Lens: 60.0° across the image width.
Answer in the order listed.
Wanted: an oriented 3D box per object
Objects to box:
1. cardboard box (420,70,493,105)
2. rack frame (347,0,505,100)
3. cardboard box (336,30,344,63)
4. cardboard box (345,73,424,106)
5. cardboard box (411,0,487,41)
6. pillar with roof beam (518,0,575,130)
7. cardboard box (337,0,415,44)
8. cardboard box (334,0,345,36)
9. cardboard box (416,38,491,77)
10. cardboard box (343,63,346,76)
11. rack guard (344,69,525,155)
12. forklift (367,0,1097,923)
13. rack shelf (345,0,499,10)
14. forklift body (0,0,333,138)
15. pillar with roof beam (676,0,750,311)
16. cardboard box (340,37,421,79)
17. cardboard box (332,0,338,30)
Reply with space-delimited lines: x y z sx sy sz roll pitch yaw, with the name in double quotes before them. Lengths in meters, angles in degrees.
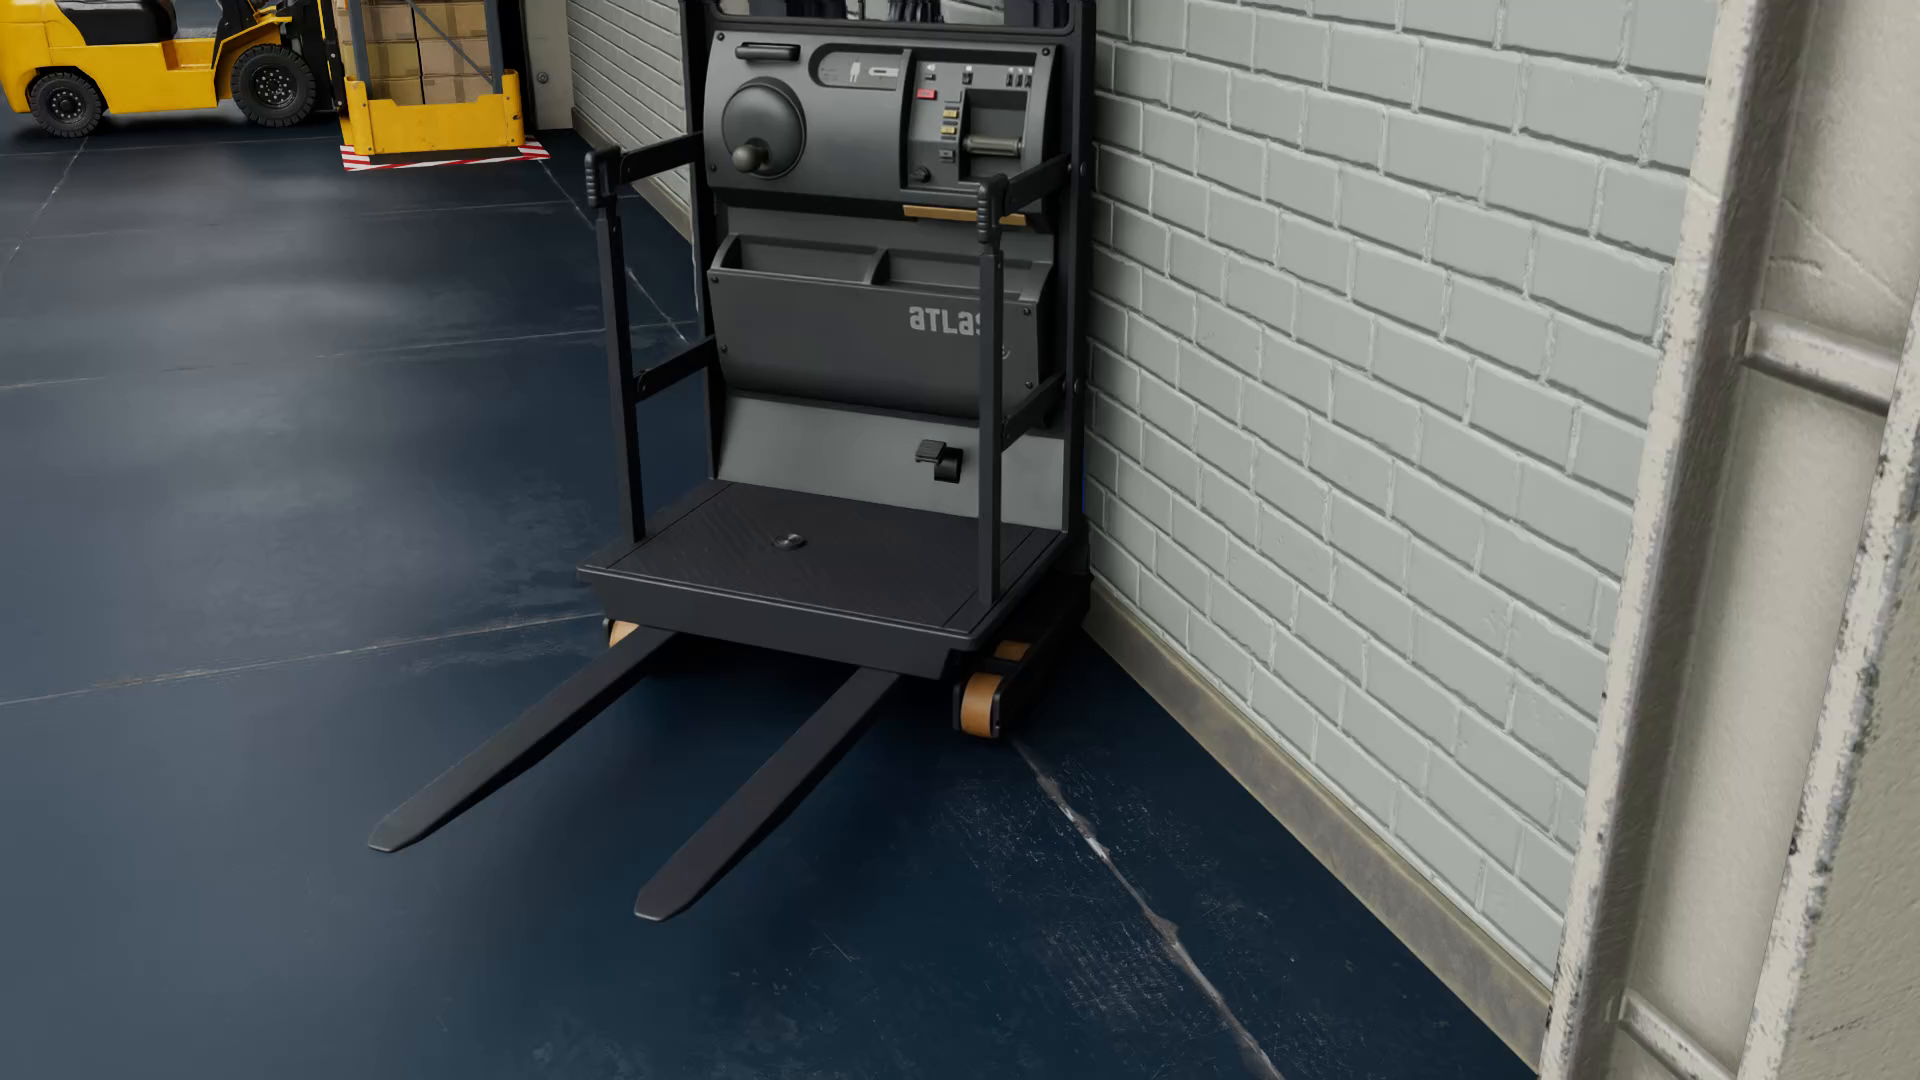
"cardboard box" -3.737 -3.353 12.343 0.500 0.250 0.500 -8 24 -19
"rack frame" -3.746 -4.221 11.403 1.000 3.000 0.127 -8 24 -19
"cardboard box" -4.580 -3.881 12.951 0.500 0.250 0.500 -9 24 -20
"cardboard box" -4.208 -3.275 12.158 0.500 0.250 0.500 -8 24 -19
"cardboard box" -3.739 -3.809 12.138 0.500 0.250 0.500 -9 24 -20
"pillar with roof beam" -7.176 -6.772 9.730 9.100 9.000 0.400 -8 24 -19
"cardboard box" -4.201 -3.733 11.957 0.500 0.250 0.500 -8 24 -17
"cardboard box" -4.386 -3.918 12.395 0.500 0.250 0.500 -8 24 -18
"cardboard box" -3.718 -3.577 12.232 0.500 0.250 0.500 -8 24 -18
"cardboard box" -4.747 -3.826 13.464 0.500 0.250 0.500 -8 24 -17
"rack guard" -3.738 -3.061 11.868 1.175 0.500 0.348 -8 24 -19
"forklift" -0.291 -1.045 3.955 1.130 2.935 3.031 9 24 20
"rack shelf" -4.453 -4.616 13.267 1.077 0.370 4.000 -8 24 -19
"forklift body" -6.123 -4.269 12.609 2.313 2.155 1.214 -8 24 -19
"pillar with roof beam" -5.057 -4.592 4.558 9.100 9.000 0.400 -8 24 -19
"cardboard box" -4.211 -3.512 12.077 0.500 0.250 0.500 -9 24 -20
"cardboard box" -4.574 -4.100 12.827 0.500 0.250 0.500 -8 24 -18
